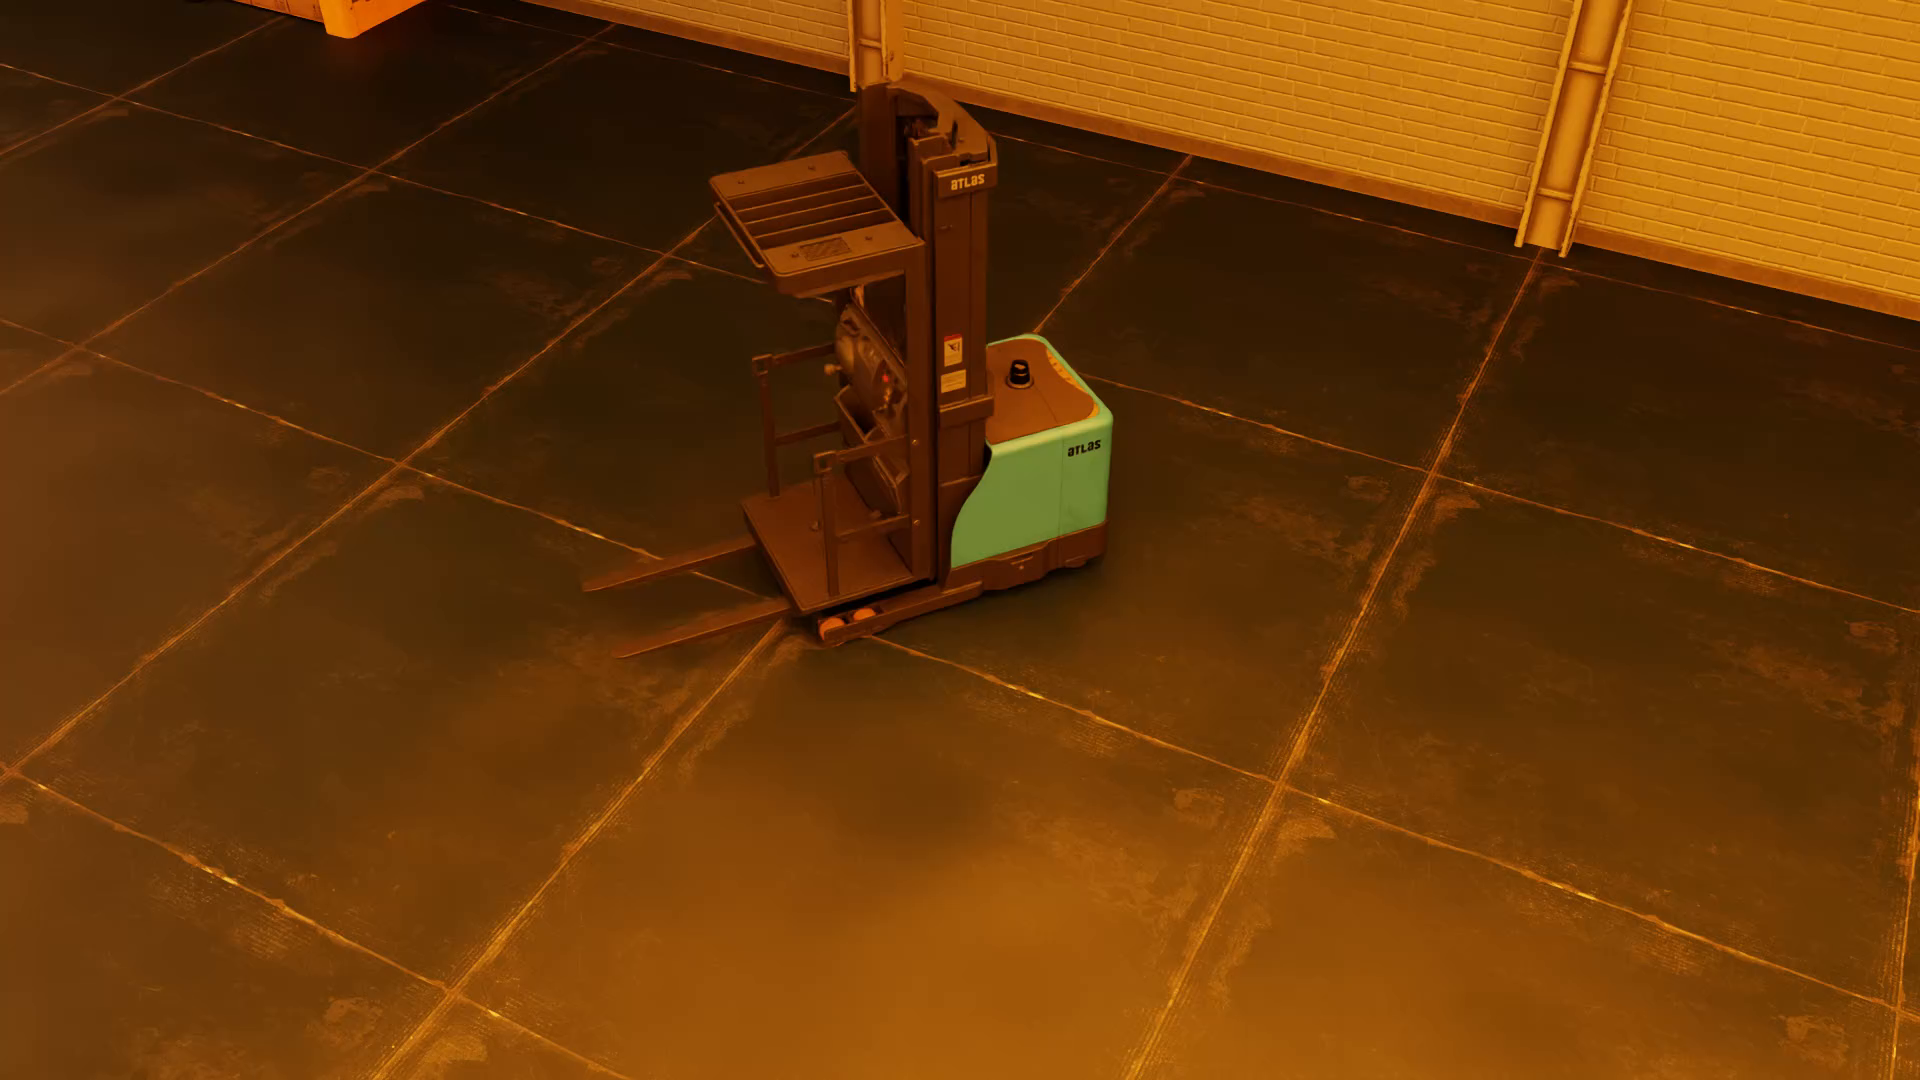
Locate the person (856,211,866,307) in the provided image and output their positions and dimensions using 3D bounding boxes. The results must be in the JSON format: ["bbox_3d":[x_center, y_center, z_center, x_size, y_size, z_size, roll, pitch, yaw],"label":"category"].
[{"bbox_3d":[-0.431,-2.022,11.578,0.840,1.513,0.849,27,47,29],"label":"person"}]

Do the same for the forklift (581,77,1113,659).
[{"bbox_3d":[-0.673,-0.899,9.054,3.031,2.935,1.130,-16,43,-18],"label":"forklift"}]
